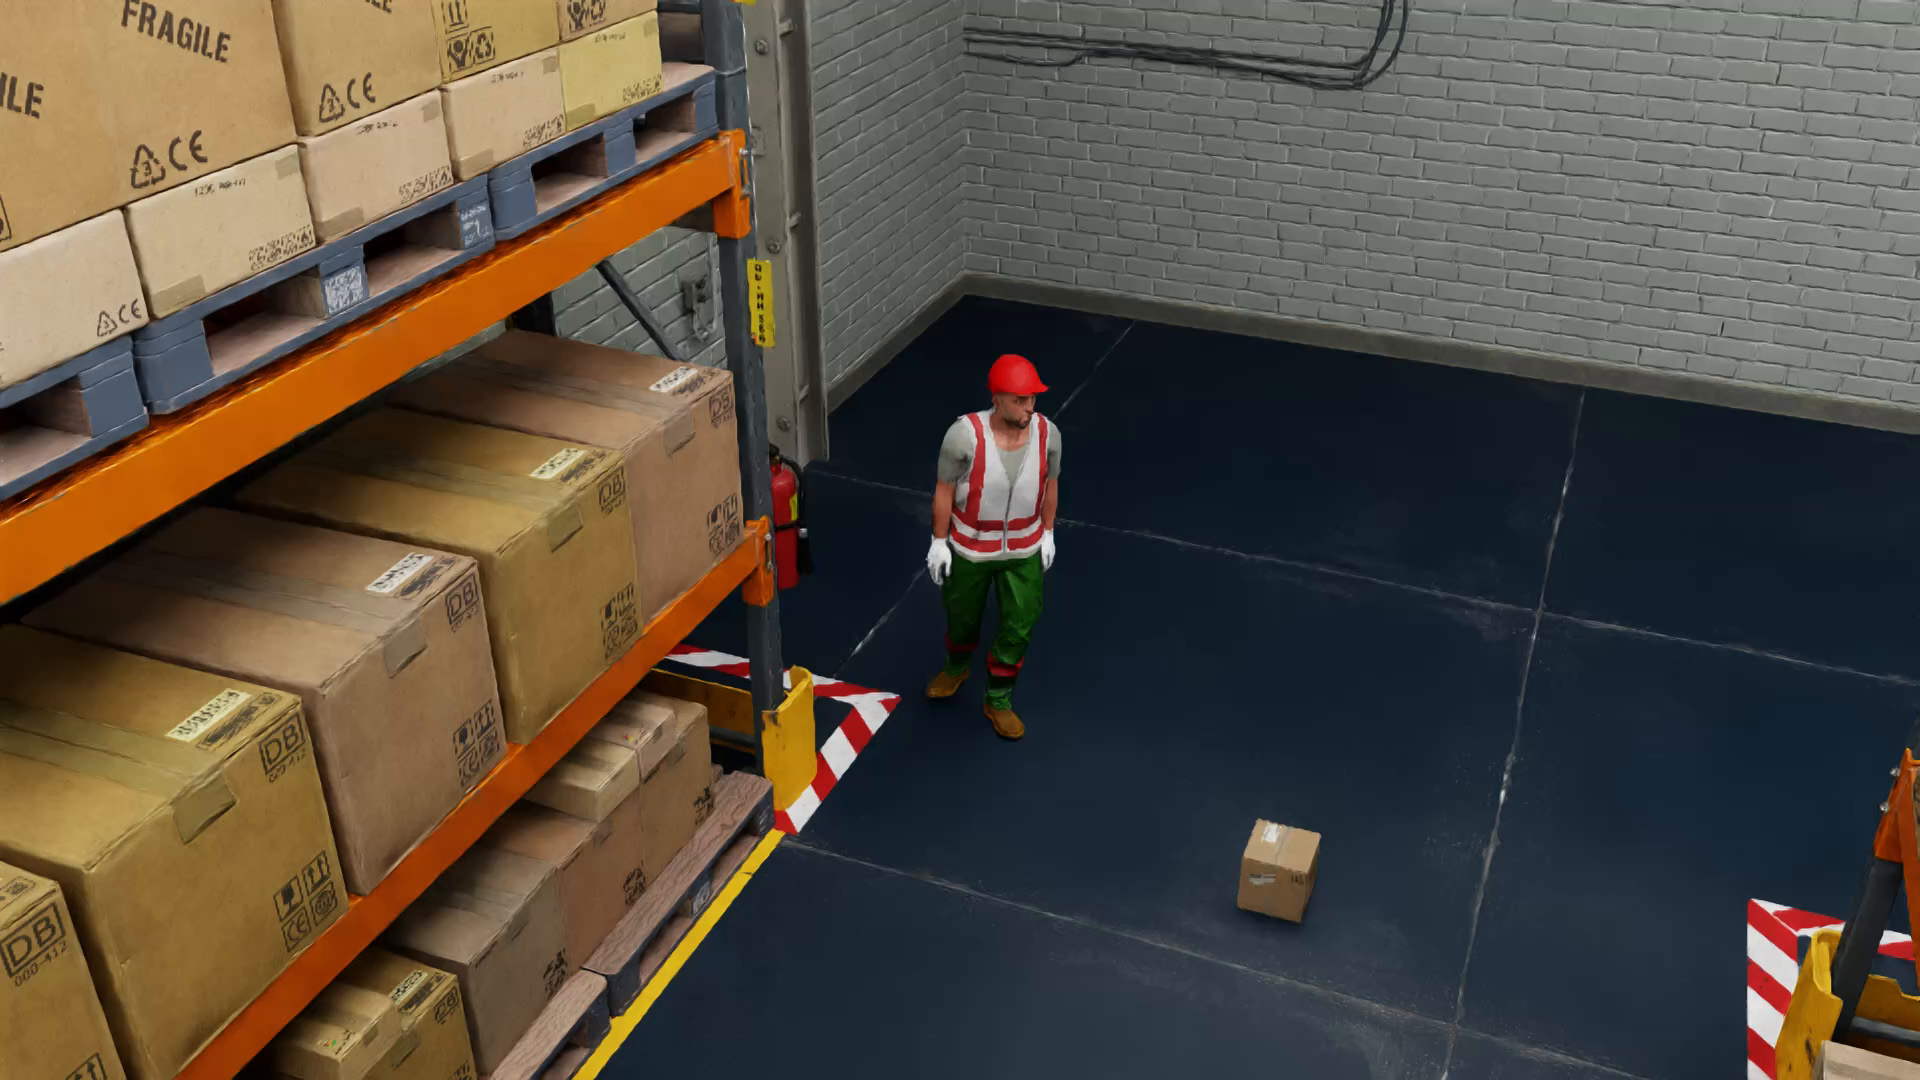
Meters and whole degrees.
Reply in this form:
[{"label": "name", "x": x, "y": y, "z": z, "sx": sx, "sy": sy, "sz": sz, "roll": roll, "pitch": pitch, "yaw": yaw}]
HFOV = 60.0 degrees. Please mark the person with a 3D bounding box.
[{"label": "person", "x": 0.131, "y": -0.009, "z": 7.124, "sx": 0.584, "sy": 1.777, "sz": 0.562, "roll": -6, "pitch": 30, "yaw": -11}]
